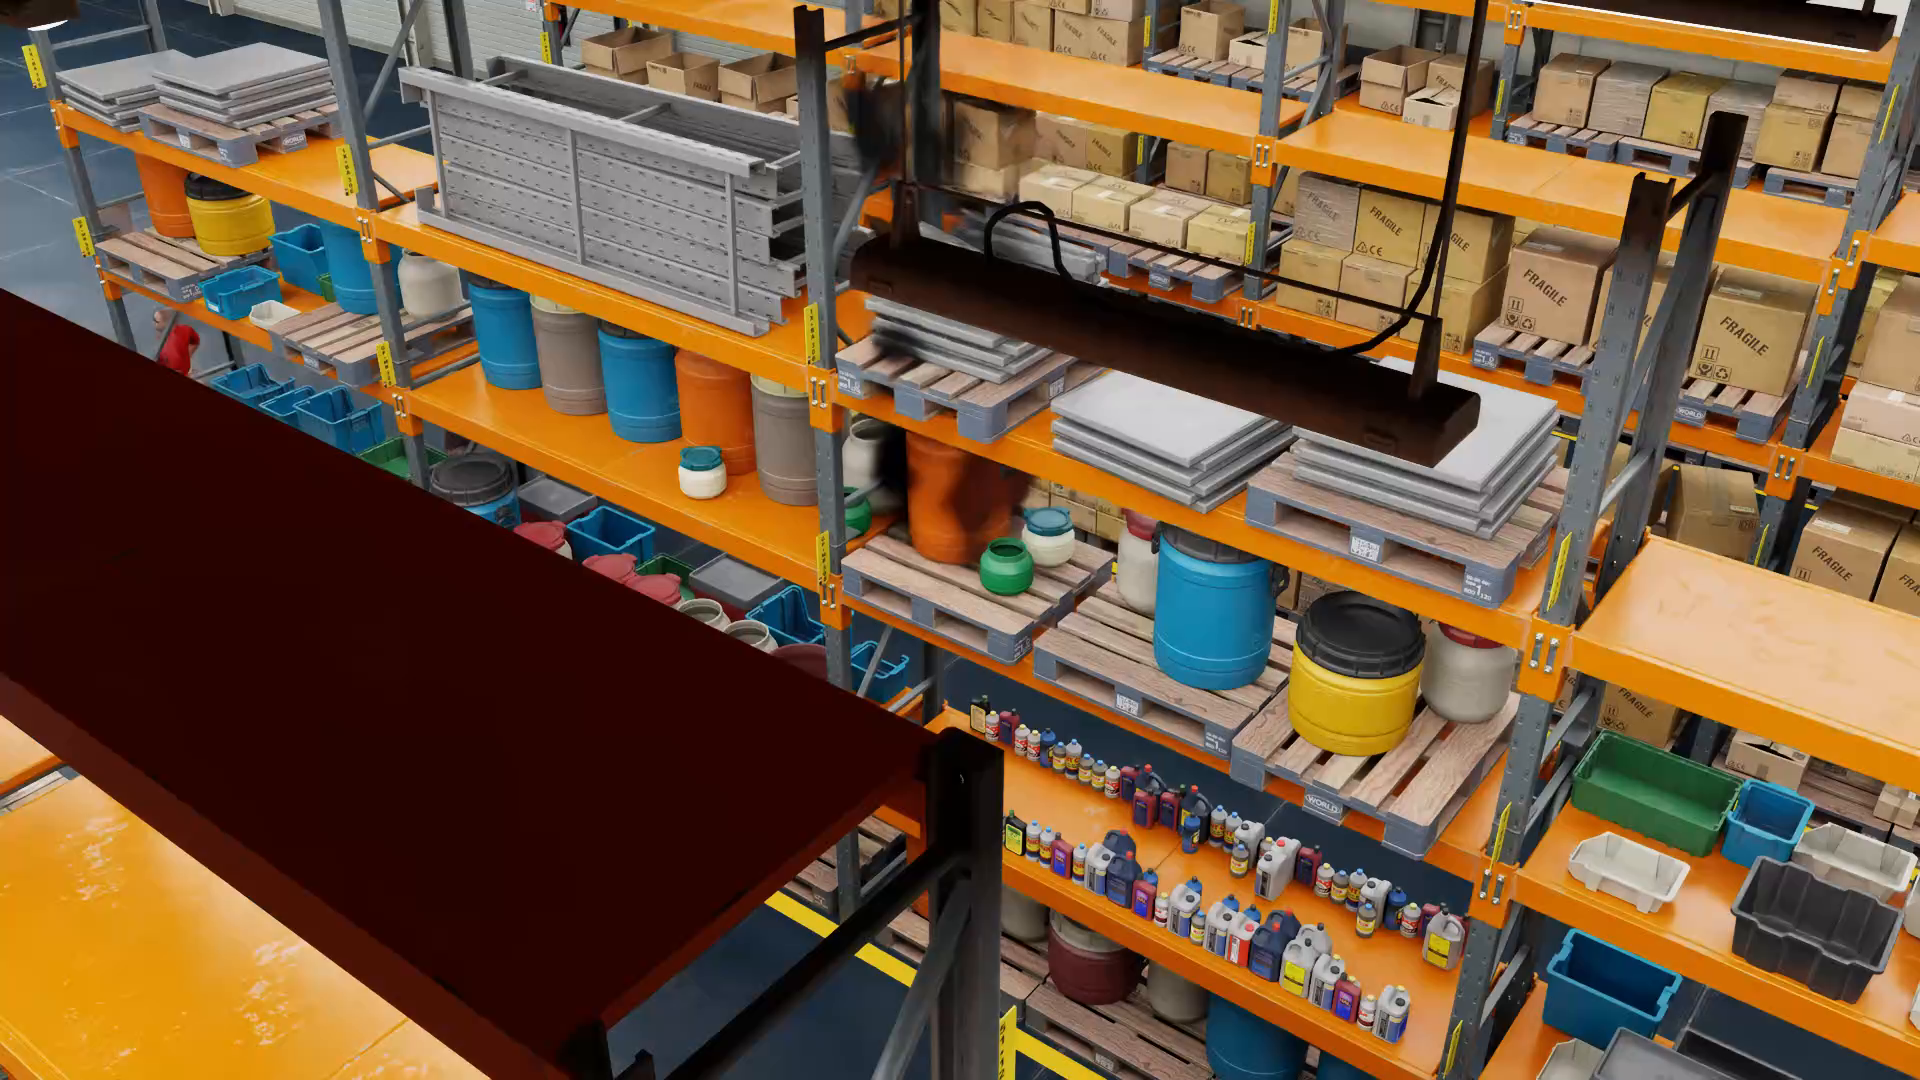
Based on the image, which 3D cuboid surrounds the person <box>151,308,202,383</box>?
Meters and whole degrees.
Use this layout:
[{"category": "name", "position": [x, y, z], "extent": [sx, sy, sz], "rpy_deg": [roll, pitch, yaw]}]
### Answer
[{"category": "person", "position": [-7.559, -1.481, 16.120], "extent": [0.540, 1.689, 0.705], "rpy_deg": [-1, 31, -2]}]

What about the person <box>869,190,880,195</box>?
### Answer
[{"category": "person", "position": [-0.875, -3.052, 18.619], "extent": [0.662, 1.766, 0.660], "rpy_deg": [17, 36, 26]}]

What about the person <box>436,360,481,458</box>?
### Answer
[{"category": "person", "position": [-4.604, -1.181, 15.622], "extent": [0.610, 1.685, 0.680], "rpy_deg": [15, 35, 24]}]
